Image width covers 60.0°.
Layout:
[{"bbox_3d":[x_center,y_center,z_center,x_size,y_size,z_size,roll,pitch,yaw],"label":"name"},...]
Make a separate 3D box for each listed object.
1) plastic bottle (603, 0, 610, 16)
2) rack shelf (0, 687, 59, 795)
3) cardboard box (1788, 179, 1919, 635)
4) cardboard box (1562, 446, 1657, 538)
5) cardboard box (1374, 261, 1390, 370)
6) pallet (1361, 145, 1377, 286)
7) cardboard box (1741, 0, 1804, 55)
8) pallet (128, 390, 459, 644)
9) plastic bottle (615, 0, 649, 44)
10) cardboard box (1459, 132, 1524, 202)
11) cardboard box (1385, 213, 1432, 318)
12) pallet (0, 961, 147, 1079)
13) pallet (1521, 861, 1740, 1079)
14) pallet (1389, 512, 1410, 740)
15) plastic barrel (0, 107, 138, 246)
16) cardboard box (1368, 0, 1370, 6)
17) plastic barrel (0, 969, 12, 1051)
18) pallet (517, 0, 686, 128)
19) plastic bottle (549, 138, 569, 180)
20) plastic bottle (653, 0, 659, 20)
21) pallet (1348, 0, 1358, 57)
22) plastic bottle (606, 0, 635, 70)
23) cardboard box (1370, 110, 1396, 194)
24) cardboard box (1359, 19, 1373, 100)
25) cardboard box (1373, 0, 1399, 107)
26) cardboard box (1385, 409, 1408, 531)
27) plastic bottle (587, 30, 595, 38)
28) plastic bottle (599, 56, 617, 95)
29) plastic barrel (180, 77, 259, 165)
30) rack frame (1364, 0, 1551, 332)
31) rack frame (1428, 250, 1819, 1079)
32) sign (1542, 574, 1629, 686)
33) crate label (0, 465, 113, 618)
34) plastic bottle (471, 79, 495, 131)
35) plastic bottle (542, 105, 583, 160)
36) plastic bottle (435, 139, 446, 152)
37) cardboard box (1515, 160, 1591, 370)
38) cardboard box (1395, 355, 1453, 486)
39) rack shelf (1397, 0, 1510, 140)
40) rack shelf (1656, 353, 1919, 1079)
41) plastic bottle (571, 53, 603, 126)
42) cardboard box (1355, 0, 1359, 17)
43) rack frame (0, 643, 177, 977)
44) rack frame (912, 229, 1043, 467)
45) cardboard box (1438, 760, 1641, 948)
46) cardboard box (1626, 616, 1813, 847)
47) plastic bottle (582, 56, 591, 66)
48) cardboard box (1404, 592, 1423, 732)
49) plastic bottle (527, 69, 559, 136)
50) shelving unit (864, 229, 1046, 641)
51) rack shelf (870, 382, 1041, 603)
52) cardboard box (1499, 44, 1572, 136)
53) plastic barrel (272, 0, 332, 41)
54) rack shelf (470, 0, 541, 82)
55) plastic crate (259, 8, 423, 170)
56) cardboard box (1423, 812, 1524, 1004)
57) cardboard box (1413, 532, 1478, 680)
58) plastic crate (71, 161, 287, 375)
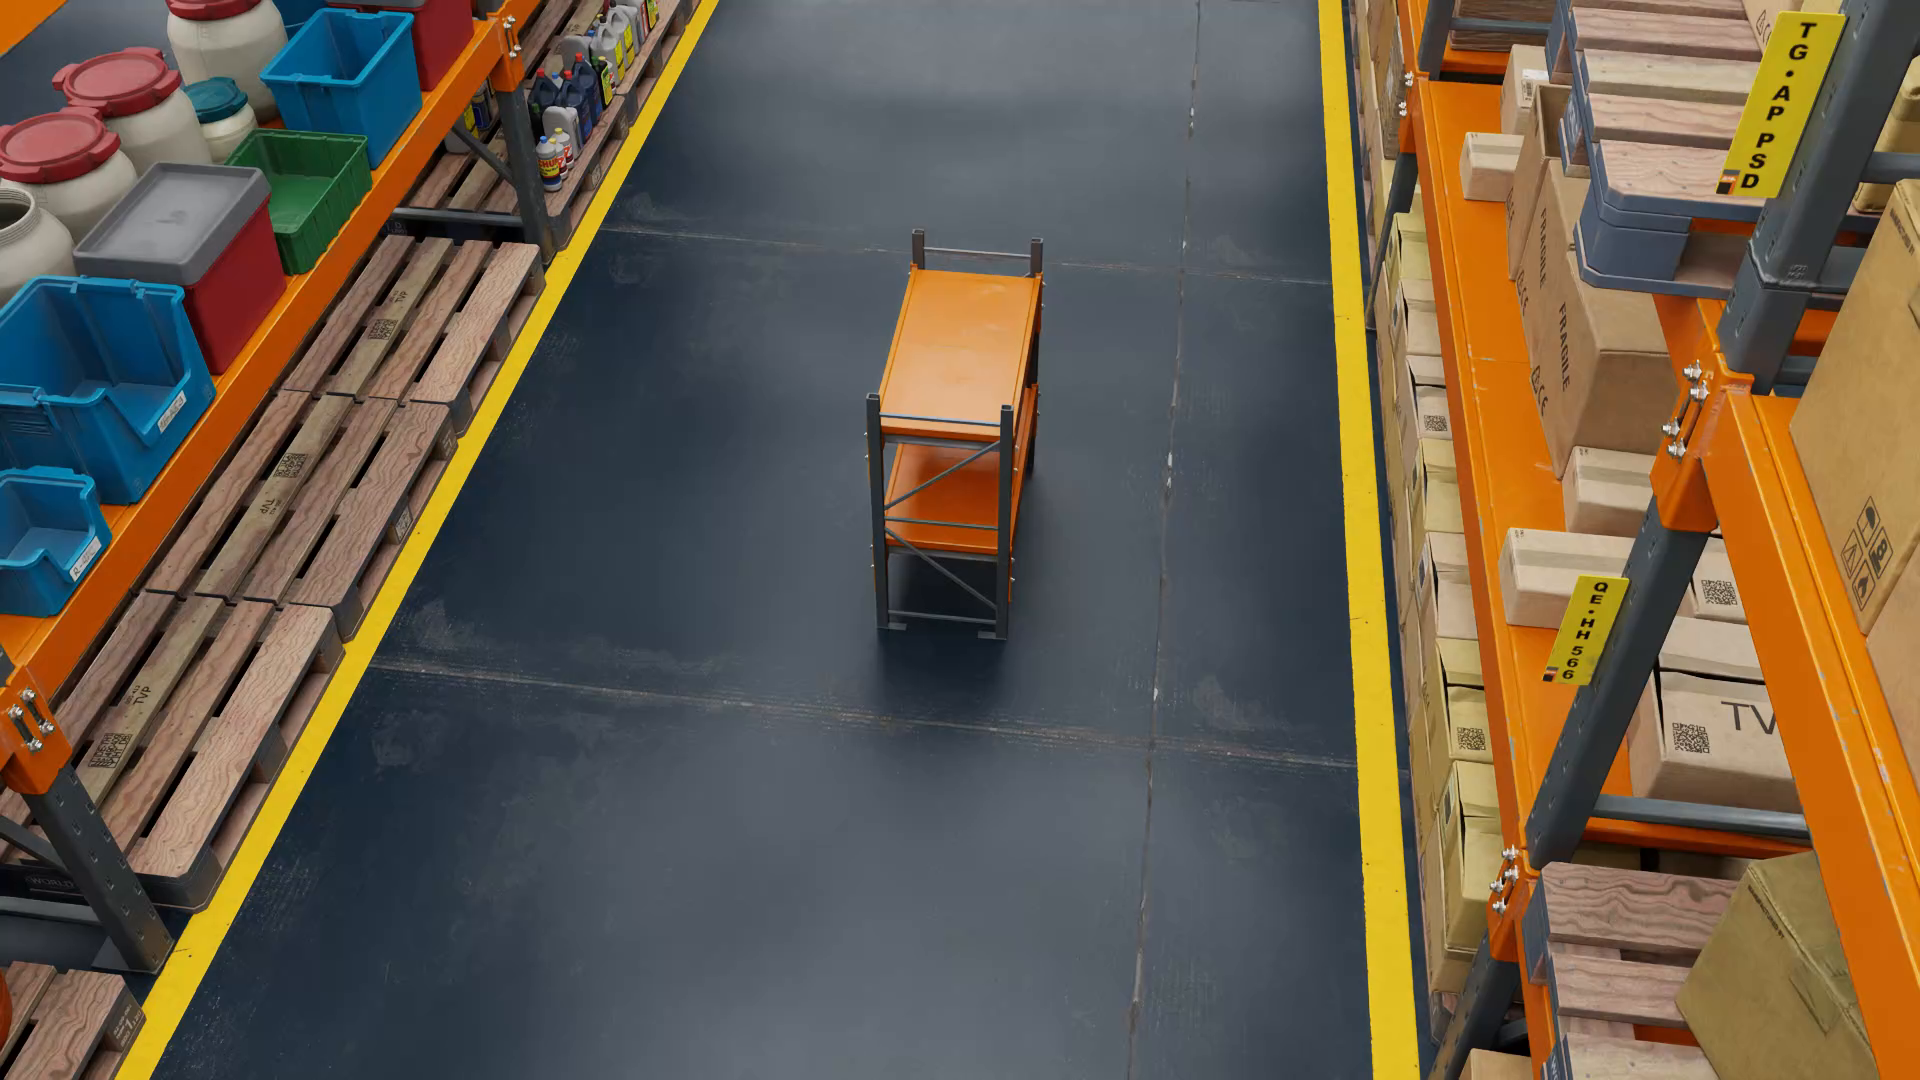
[{"bbox_3d":[-1.954,-2.964,9.354,0.061,0.283,0.133,5,44,6],"label":"plastic bottle"},{"bbox_3d":[-3.301,1.834,3.154,1.077,0.370,4.000,5,44,6],"label":"rack shelf"},{"bbox_3d":[1.848,-0.162,2.486,0.910,0.500,0.500,5,44,6],"label":"cardboard box"},{"bbox_3d":[1.985,-0.120,4.878,0.380,0.149,0.250,8,44,9],"label":"cardboard box"},{"bbox_3d":[2.102,-0.965,7.282,0.500,0.250,0.500,4,44,5],"label":"cardboard box"},{"bbox_3d":[2.548,-1.589,8.275,1.003,0.211,1.213,5,44,6],"label":"pallet"},{"bbox_3d":[1.928,-1.198,3.455,0.500,0.250,0.500,6,44,7],"label":"cardboard box"},{"bbox_3d":[-2.732,-0.131,6.735,1.003,0.211,1.213,5,44,6],"label":"pallet"},{"bbox_3d":[-1.848,-2.952,9.347,0.152,0.276,0.135,6,44,6],"label":"plastic bottle"},{"bbox_3d":[2.081,-1.387,6.216,0.380,0.149,0.250,5,44,6],"label":"cardboard box"},{"bbox_3d":[2.100,-1.162,7.082,0.500,0.311,0.500,5,44,6],"label":"cardboard box"},{"bbox_3d":[-3.100,1.764,4.734,1.003,0.211,1.213,5,44,6],"label":"pallet"},{"bbox_3d":[1.852,1.201,3.440,1.213,0.211,1.003,5,44,6],"label":"pallet"},{"bbox_3d":[2.184,0.289,6.292,1.003,0.211,1.213,5,44,6],"label":"pallet"},{"bbox_3d":[-3.006,-1.139,5.672,0.433,0.535,0.433,0,43,0],"label":"plastic barrel"},{"bbox_3d":[2.521,-3.188,9.084,0.500,0.500,0.500,5,44,6],"label":"cardboard box"},{"bbox_3d":[-3.085,1.180,4.595,0.600,0.830,0.708,5,44,6],"label":"plastic barrel"},{"bbox_3d":[-2.219,-2.791,9.544,1.003,0.211,1.213,5,44,6],"label":"pallet"},{"bbox_3d":[-2.018,-1.906,8.297,0.097,0.201,0.097,0,43,0],"label":"plastic bottle"},{"bbox_3d":[-1.788,-3.094,9.552,0.097,0.201,0.097,0,43,0],"label":"plastic bottle"},{"bbox_3d":[2.870,-3.252,10.031,1.003,0.211,1.213,5,44,6],"label":"pallet"},{"bbox_3d":[-1.884,-2.772,9.102,0.144,0.351,0.185,7,44,7],"label":"plastic bottle"},{"bbox_3d":[2.322,-1.893,8.262,0.500,0.250,0.500,5,44,6],"label":"cardboard box"},{"bbox_3d":[2.439,-2.576,8.983,0.500,0.250,0.500,5,44,6],"label":"cardboard box"},{"bbox_3d":[2.386,-2.506,8.364,0.500,0.500,0.500,5,44,6],"label":"cardboard box"},{"bbox_3d":[1.968,-0.264,6.541,0.500,0.250,0.500,4,44,4],"label":"cardboard box"},{"bbox_3d":[-2.010,-2.698,9.134,0.097,0.201,0.097,0,43,0],"label":"plastic bottle"},{"bbox_3d":[-1.905,-2.492,8.915,0.097,0.201,0.097,0,43,0],"label":"plastic bottle"},{"bbox_3d":[-2.835,-1.578,6.335,0.301,0.262,0.301,0,43,0],"label":"plastic barrel"},{"bbox_3d":[2.401,-2.063,6.748,1.000,3.000,0.127,5,44,6],"label":"rack frame"},{"bbox_3d":[1.872,0.663,3.868,1.000,3.000,0.127,5,44,6],"label":"rack frame"},{"bbox_3d":[1.322,0.194,3.521,0.100,0.325,0.005,5,44,6],"label":"sign"},{"bbox_3d":[-2.610,0.018,4.671,0.303,0.233,0.416,5,44,6],"label":"crate label"},{"bbox_3d":[-2.533,-2.286,8.644,0.152,0.276,0.135,5,44,6],"label":"plastic bottle"},{"bbox_3d":[-2.016,-2.087,8.434,0.152,0.276,0.135,7,44,7],"label":"plastic bottle"},{"bbox_3d":[-2.709,-2.179,8.476,0.144,0.351,0.185,4,44,4],"label":"plastic bottle"},{"bbox_3d":[2.148,-0.877,5.422,0.500,0.500,0.500,5,44,6],"label":"cardboard box"},{"bbox_3d":[1.961,-0.469,6.350,0.500,0.311,0.500,4,44,4],"label":"cardboard box"},{"bbox_3d":[2.666,-3.165,8.434,1.077,0.370,4.000,5,44,6],"label":"rack shelf"},{"bbox_3d":[1.608,1.198,1.645,1.077,0.370,4.000,5,44,6],"label":"rack shelf"},{"bbox_3d":[-1.965,-2.355,8.662,0.144,0.351,0.185,4,44,4],"label":"plastic bottle"},{"bbox_3d":[2.576,-3.257,9.703,0.500,0.250,0.500,5,44,6],"label":"cardboard box"},{"bbox_3d":[-3.037,0.210,4.347,1.000,3.000,0.127,5,44,6],"label":"rack frame"},{"bbox_3d":[0.066,-0.750,6.724,0.500,1.125,0.032,5,44,6],"label":"rack frame"},{"bbox_3d":[1.698,0.926,4.877,0.500,0.311,0.500,6,44,7],"label":"cardboard box"},{"bbox_3d":[1.964,0.451,4.157,0.500,0.311,0.500,8,44,8],"label":"cardboard box"},{"bbox_3d":[-1.983,-2.430,8.799,0.097,0.271,0.097,0,43,0],"label":"plastic bottle"},{"bbox_3d":[1.834,0.434,5.805,0.500,0.250,0.500,6,44,6],"label":"cardboard box"},{"bbox_3d":[-2.133,-2.240,8.540,0.144,0.351,0.185,5,44,6],"label":"plastic bottle"},{"bbox_3d":[-0.001,-0.404,6.358,0.538,1.125,1.048,5,44,6],"label":"shelving unit"},{"bbox_3d":[-0.001,-0.226,6.526,0.538,0.278,1.000,5,44,6],"label":"rack shelf"},{"bbox_3d":[2.379,-1.669,6.441,0.500,0.250,0.500,8,44,8],"label":"cardboard box"},{"bbox_3d":[-2.860,-2.462,6.804,0.600,0.901,0.708,5,44,6],"label":"plastic barrel"},{"bbox_3d":[-2.244,-3.618,8.913,1.077,0.370,4.000,5,44,6],"label":"rack shelf"},{"bbox_3d":[-2.346,-1.730,6.407,0.392,0.384,0.575,5,44,6],"label":"plastic crate"},{"bbox_3d":[1.700,1.128,5.072,0.500,0.250,0.500,6,44,7],"label":"cardboard box"},{"bbox_3d":[1.829,0.227,5.615,0.500,0.311,0.500,5,44,5],"label":"cardboard box"},{"bbox_3d":[-2.520,-0.887,5.458,0.402,0.464,0.583,5,44,6],"label":"plastic crate"}]
